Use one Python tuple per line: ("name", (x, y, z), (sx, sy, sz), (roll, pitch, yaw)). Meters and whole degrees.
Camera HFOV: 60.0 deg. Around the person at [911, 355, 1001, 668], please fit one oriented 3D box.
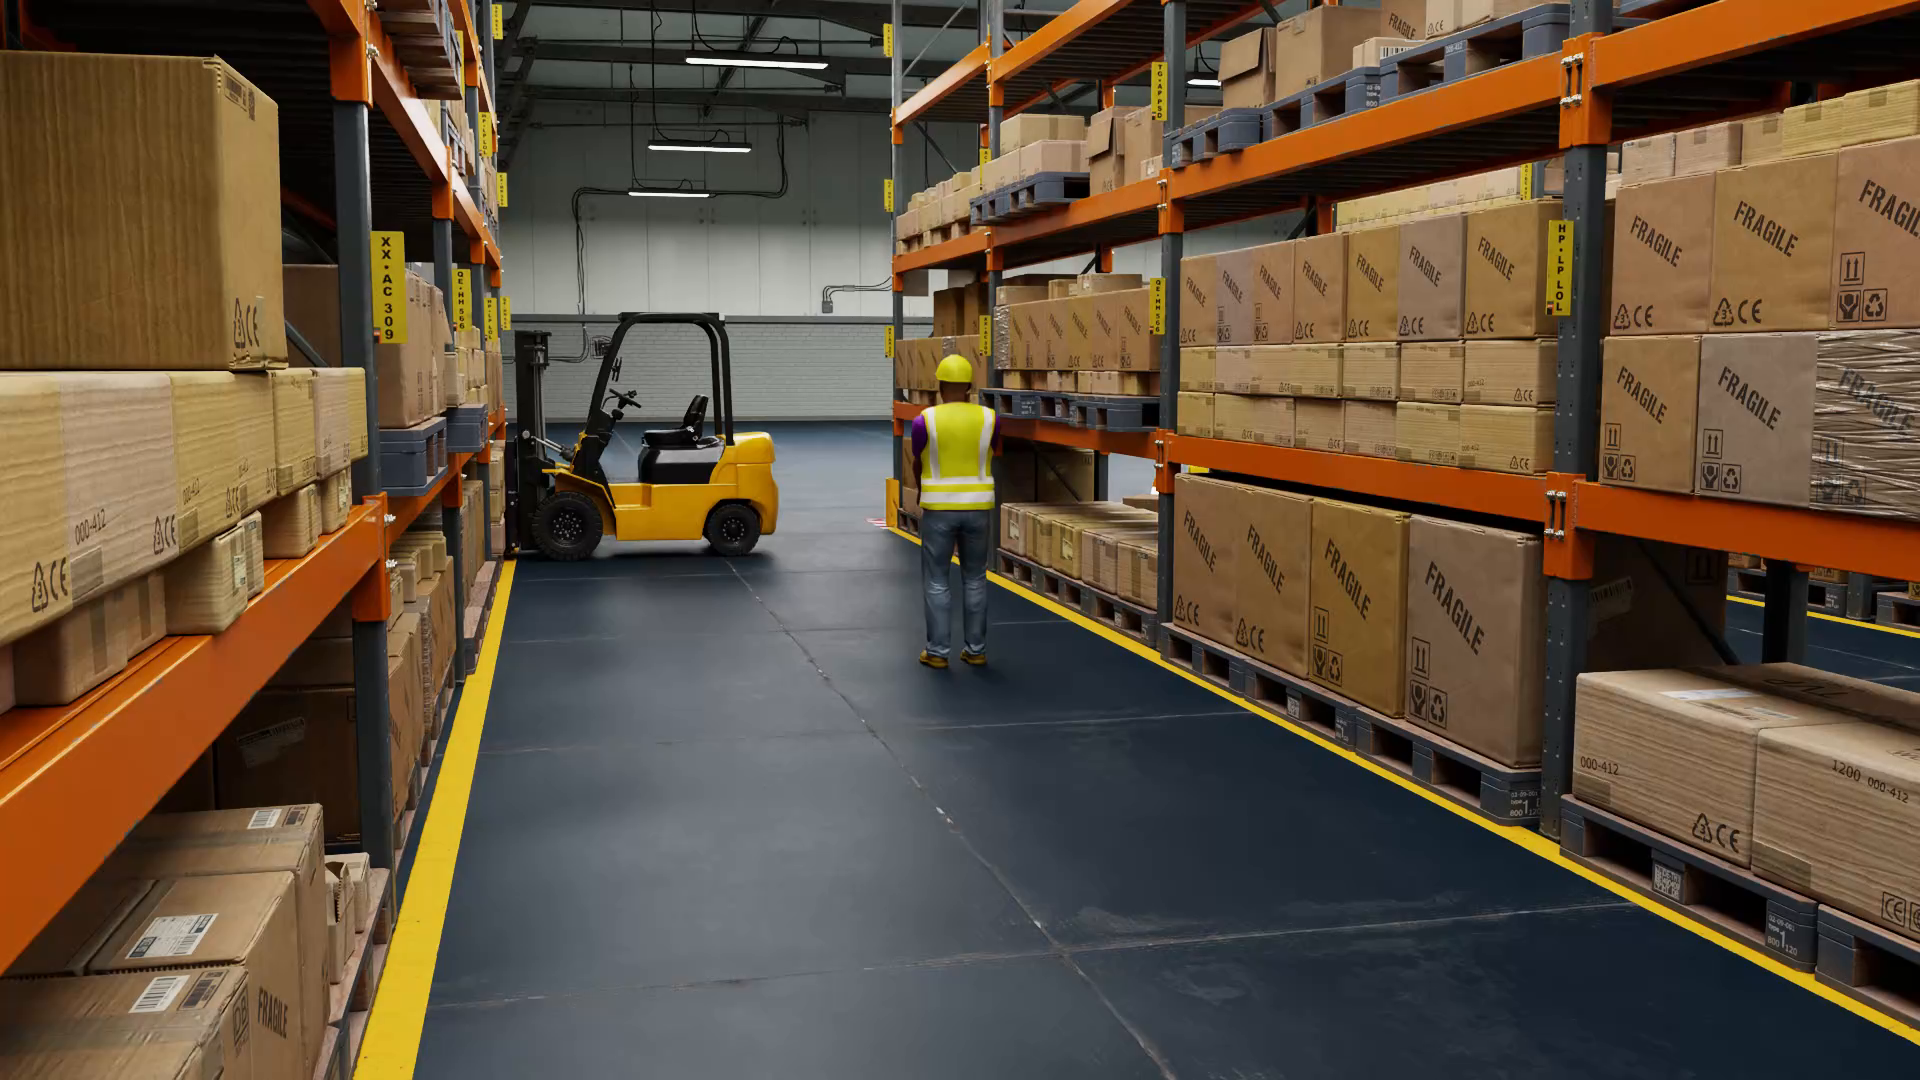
("person", (-0.052, -0.173, 9.491), (0.504, 1.760, 0.583), (-1, 6, -13))
